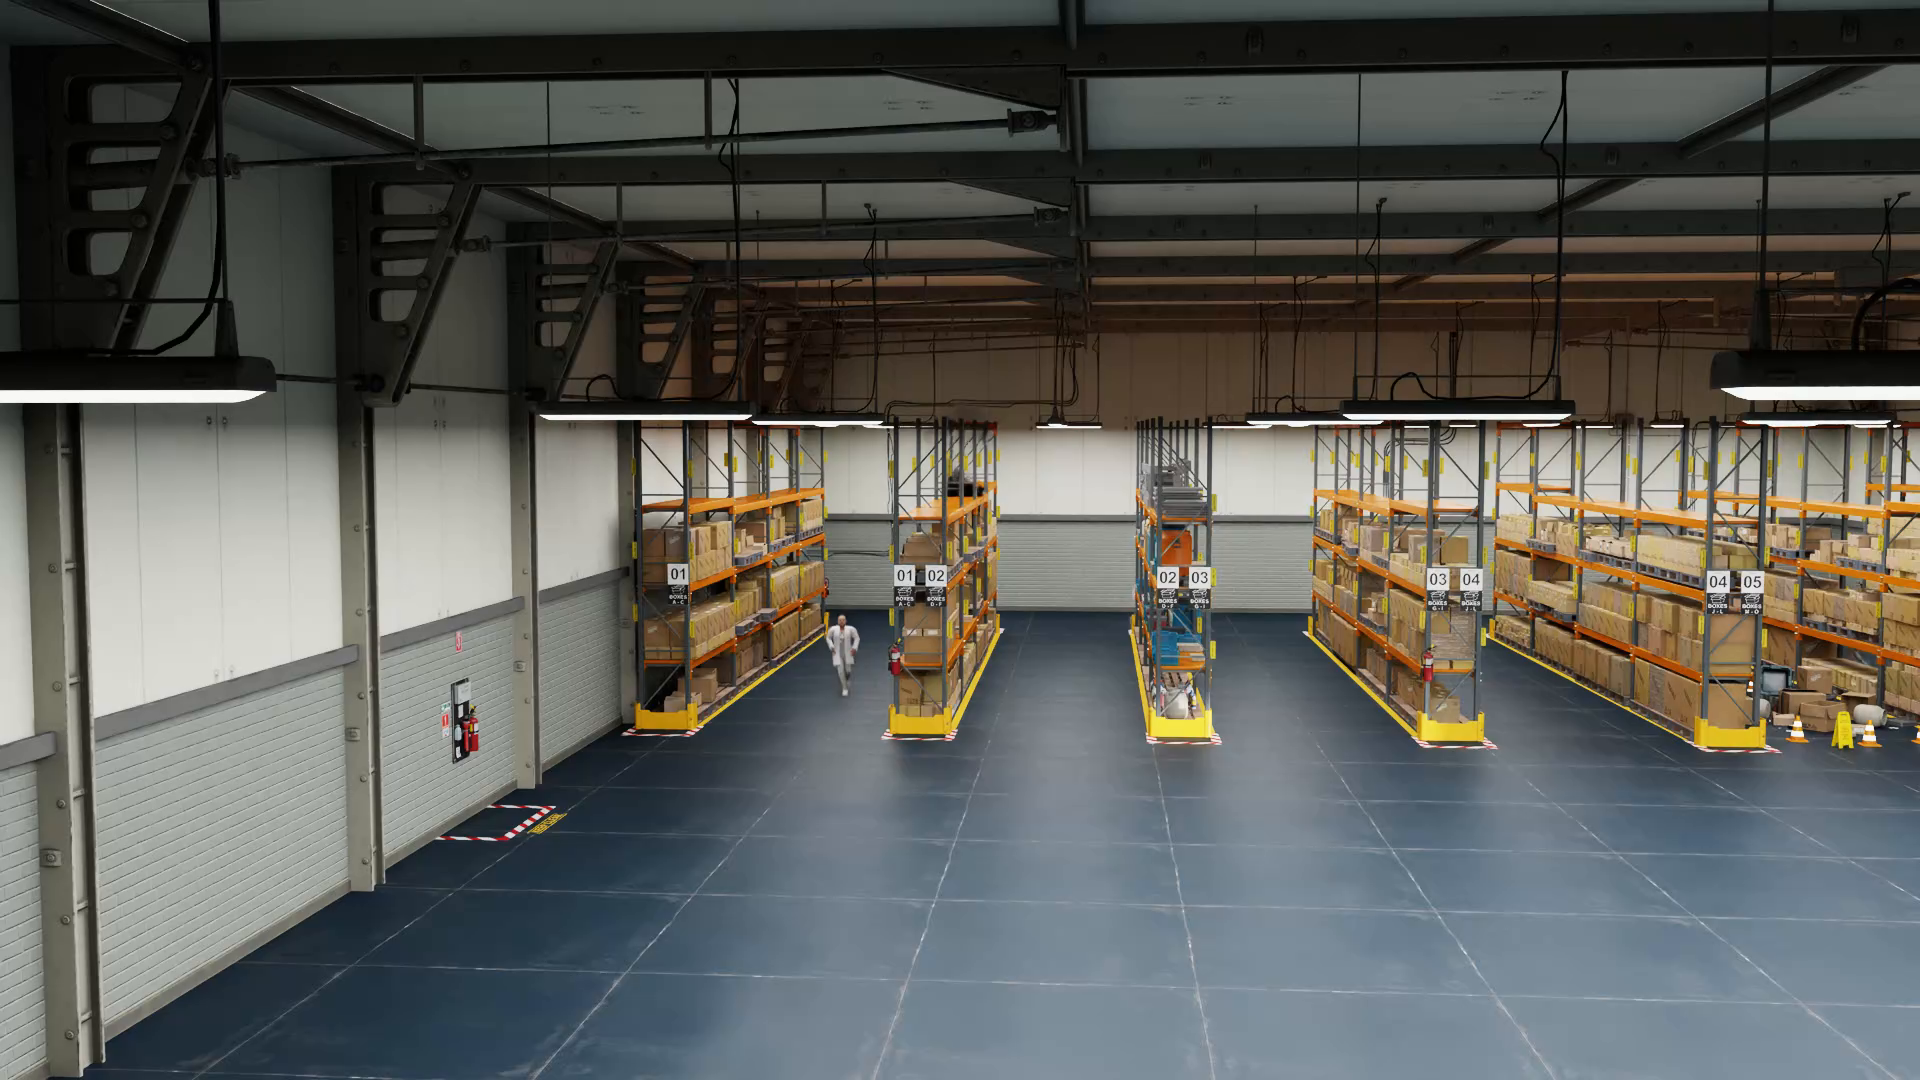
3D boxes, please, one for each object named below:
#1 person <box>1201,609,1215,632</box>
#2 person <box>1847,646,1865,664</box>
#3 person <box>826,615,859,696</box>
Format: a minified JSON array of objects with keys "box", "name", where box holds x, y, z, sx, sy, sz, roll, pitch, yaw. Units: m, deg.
[{"box":[6.875,1.762,47.442,0.766,1.741,0.708,3,5,37],"name":"person"},{"box":[21.280,2.372,39.483,0.546,1.562,0.496,0,4,-1],"name":"person"},{"box":[-2.561,2.498,36.237,0.729,1.737,0.627,0,4,-2],"name":"person"}]
